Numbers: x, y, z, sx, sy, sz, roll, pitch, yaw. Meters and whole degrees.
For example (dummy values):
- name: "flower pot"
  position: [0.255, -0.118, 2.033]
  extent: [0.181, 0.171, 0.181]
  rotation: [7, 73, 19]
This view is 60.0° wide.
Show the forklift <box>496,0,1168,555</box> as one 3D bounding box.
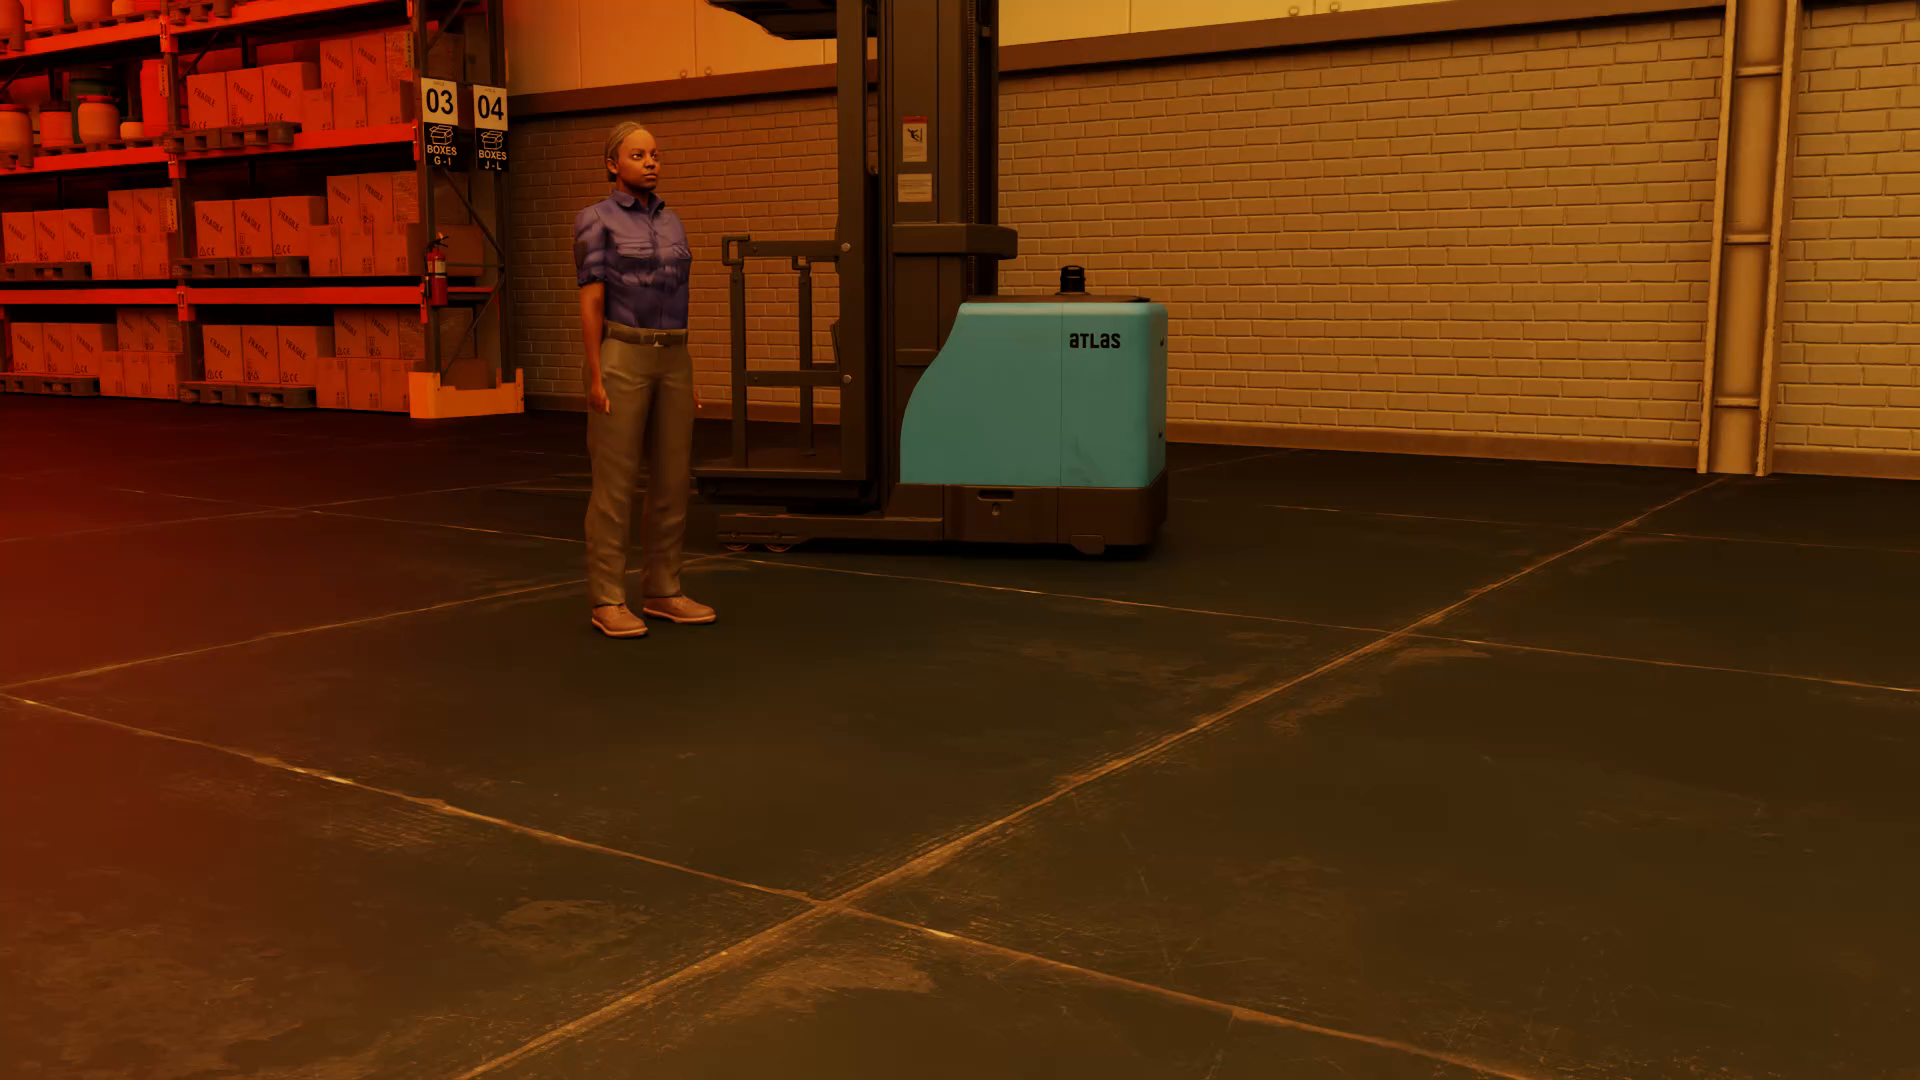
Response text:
- name: "forklift"
  position: [-0.596, -1.469, 7.520]
  extent: [3.031, 2.935, 1.130]
  rotation: [2, 8, 12]

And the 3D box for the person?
- name: "person"
  position: [-1.047, -0.533, 5.485]
  extent: [0.341, 1.660, 0.446]
  rotation: [7, 11, 39]
